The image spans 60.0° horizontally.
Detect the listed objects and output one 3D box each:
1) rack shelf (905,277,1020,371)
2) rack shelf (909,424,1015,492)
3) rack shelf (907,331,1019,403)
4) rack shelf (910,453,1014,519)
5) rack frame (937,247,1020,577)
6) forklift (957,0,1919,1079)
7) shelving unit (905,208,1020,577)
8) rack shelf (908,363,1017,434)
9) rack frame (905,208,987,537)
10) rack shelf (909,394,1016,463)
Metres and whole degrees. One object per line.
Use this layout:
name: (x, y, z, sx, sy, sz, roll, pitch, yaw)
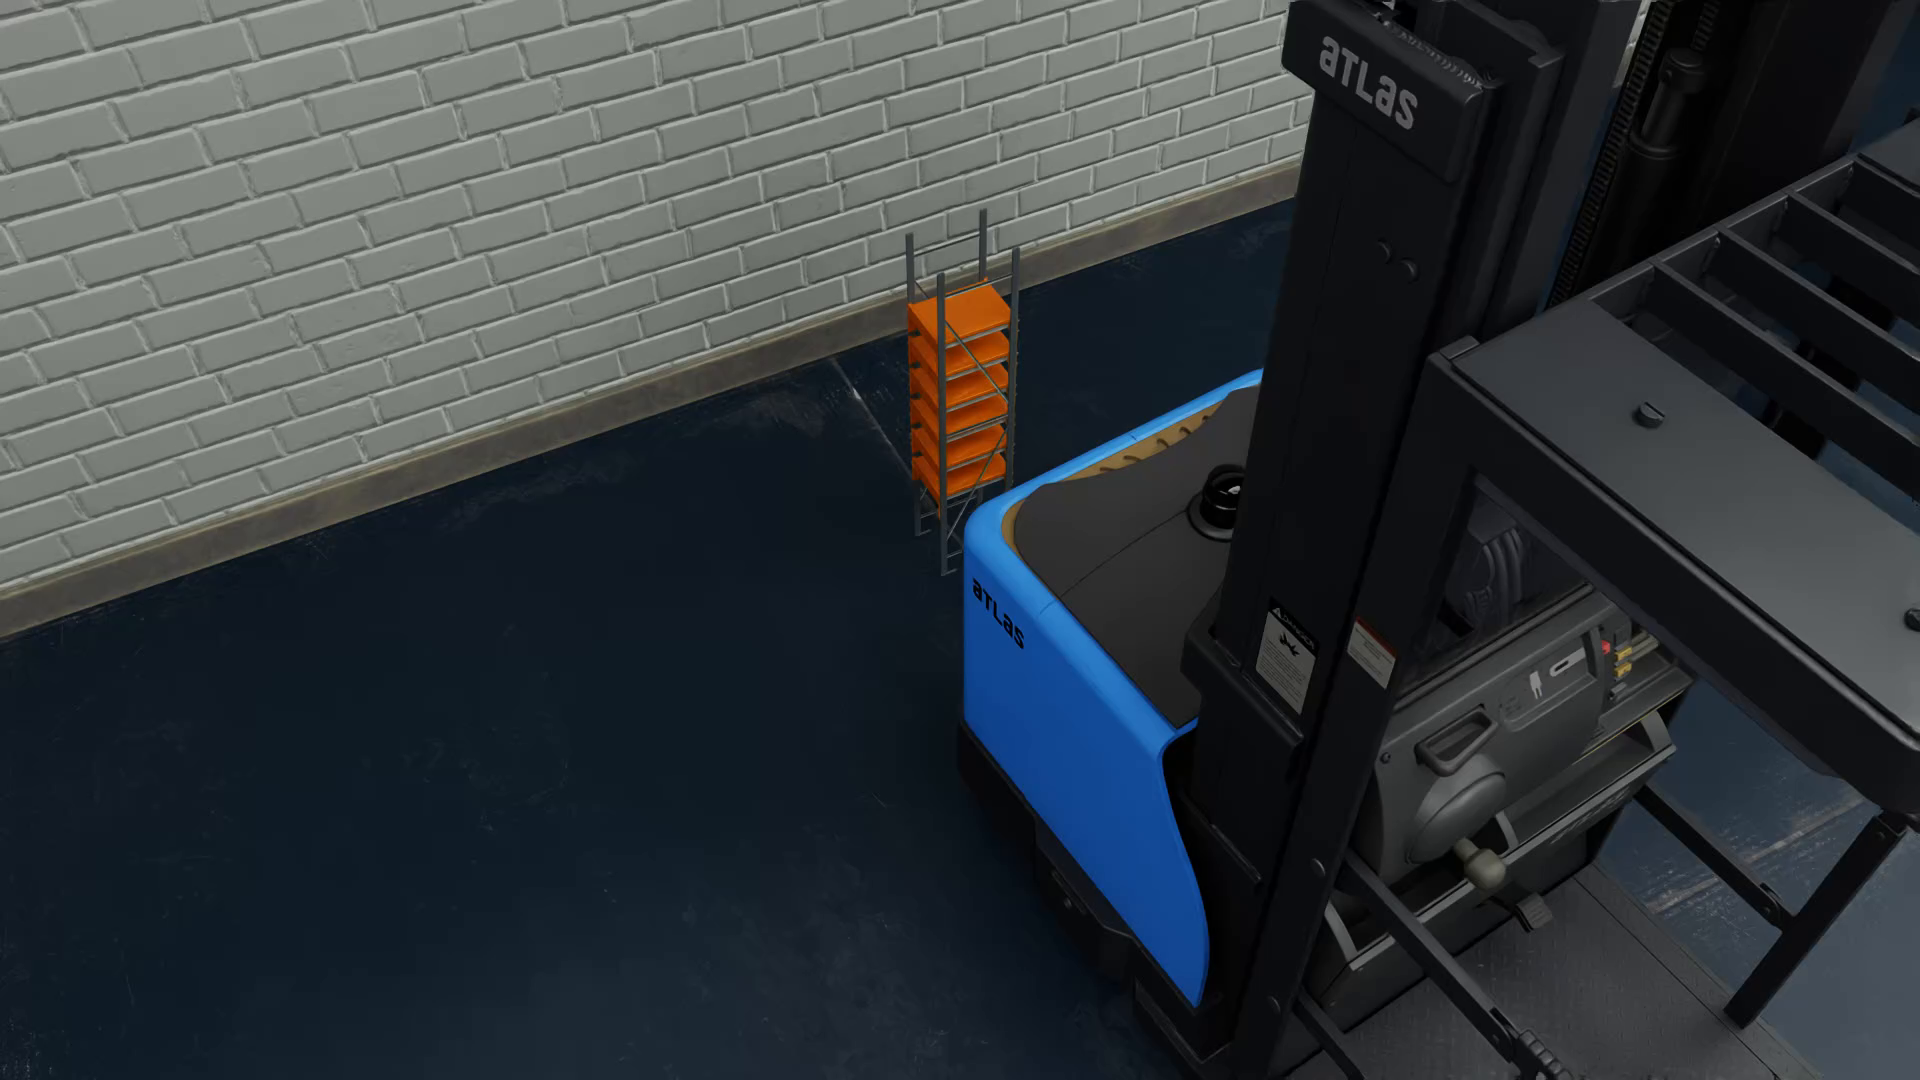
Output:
rack shelf: (0.007, -0.593, 4.552, 0.258, 0.103, 0.180, -21, 52, -18)
rack shelf: (0.007, -0.277, 4.914, 0.258, 0.103, 0.180, -21, 52, -18)
rack shelf: (0.007, -0.514, 4.643, 0.258, 0.103, 0.180, -21, 52, -18)
rack shelf: (0.007, -0.198, 5.004, 0.258, 0.103, 0.180, -21, 52, -18)
rack frame: (0.049, -0.324, 4.736, 0.240, 1.200, 0.006, -21, 52, -18)
forklift: (1.225, 0.405, 2.948, 1.130, 2.935, 3.031, -27, 54, -21)
shelving unit: (0.007, -0.385, 4.790, 0.258, 1.200, 0.189, -21, 52, -18)
rack shelf: (0.007, -0.435, 4.733, 0.258, 0.103, 0.180, -21, 52, -18)
rack frame: (-0.035, -0.447, 4.843, 0.240, 1.200, 0.006, -21, 52, -18)
rack shelf: (0.007, -0.356, 4.823, 0.258, 0.103, 0.180, -21, 52, -18)
